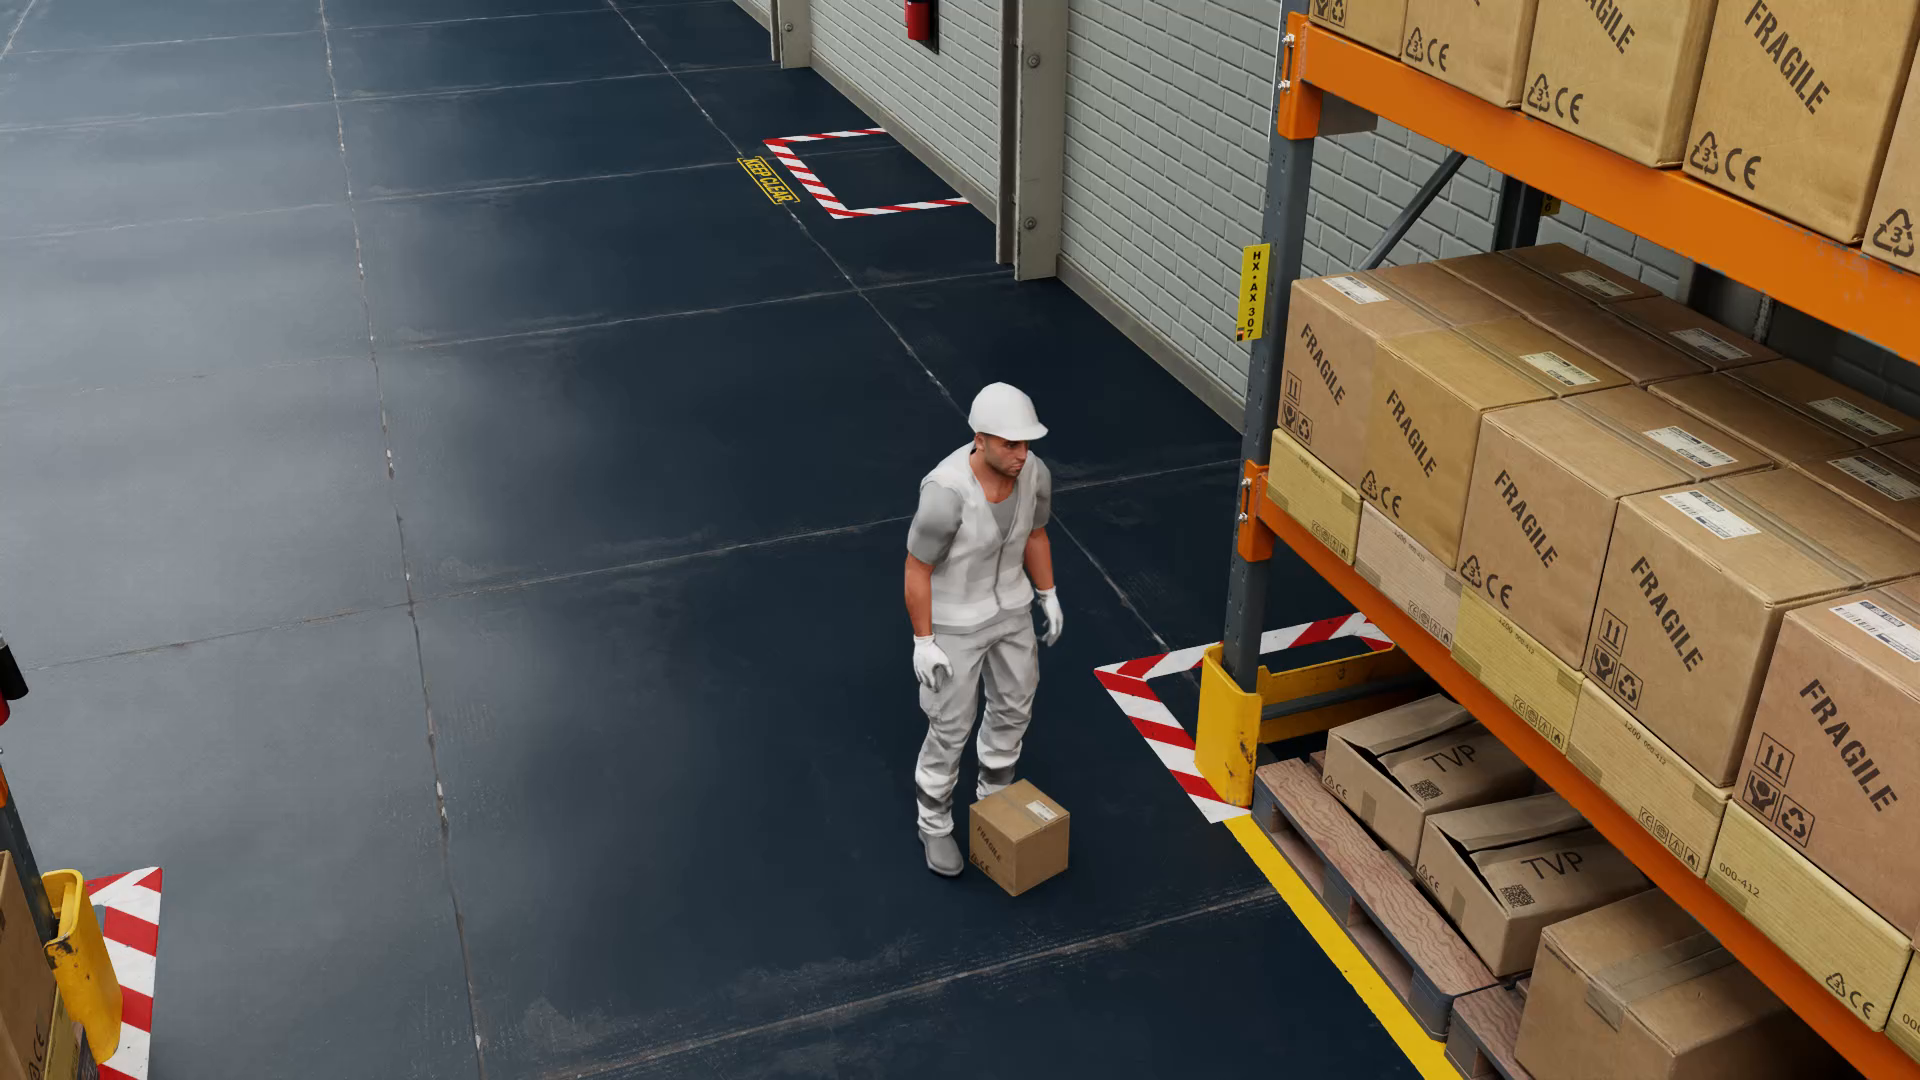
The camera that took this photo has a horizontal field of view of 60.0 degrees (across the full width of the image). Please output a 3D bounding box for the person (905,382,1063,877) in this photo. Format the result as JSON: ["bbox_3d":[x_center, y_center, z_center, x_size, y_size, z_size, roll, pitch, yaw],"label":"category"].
[{"bbox_3d":[0.086,0.281,5.616,0.623,1.781,0.446,-20,35,-31],"label":"person"}]
